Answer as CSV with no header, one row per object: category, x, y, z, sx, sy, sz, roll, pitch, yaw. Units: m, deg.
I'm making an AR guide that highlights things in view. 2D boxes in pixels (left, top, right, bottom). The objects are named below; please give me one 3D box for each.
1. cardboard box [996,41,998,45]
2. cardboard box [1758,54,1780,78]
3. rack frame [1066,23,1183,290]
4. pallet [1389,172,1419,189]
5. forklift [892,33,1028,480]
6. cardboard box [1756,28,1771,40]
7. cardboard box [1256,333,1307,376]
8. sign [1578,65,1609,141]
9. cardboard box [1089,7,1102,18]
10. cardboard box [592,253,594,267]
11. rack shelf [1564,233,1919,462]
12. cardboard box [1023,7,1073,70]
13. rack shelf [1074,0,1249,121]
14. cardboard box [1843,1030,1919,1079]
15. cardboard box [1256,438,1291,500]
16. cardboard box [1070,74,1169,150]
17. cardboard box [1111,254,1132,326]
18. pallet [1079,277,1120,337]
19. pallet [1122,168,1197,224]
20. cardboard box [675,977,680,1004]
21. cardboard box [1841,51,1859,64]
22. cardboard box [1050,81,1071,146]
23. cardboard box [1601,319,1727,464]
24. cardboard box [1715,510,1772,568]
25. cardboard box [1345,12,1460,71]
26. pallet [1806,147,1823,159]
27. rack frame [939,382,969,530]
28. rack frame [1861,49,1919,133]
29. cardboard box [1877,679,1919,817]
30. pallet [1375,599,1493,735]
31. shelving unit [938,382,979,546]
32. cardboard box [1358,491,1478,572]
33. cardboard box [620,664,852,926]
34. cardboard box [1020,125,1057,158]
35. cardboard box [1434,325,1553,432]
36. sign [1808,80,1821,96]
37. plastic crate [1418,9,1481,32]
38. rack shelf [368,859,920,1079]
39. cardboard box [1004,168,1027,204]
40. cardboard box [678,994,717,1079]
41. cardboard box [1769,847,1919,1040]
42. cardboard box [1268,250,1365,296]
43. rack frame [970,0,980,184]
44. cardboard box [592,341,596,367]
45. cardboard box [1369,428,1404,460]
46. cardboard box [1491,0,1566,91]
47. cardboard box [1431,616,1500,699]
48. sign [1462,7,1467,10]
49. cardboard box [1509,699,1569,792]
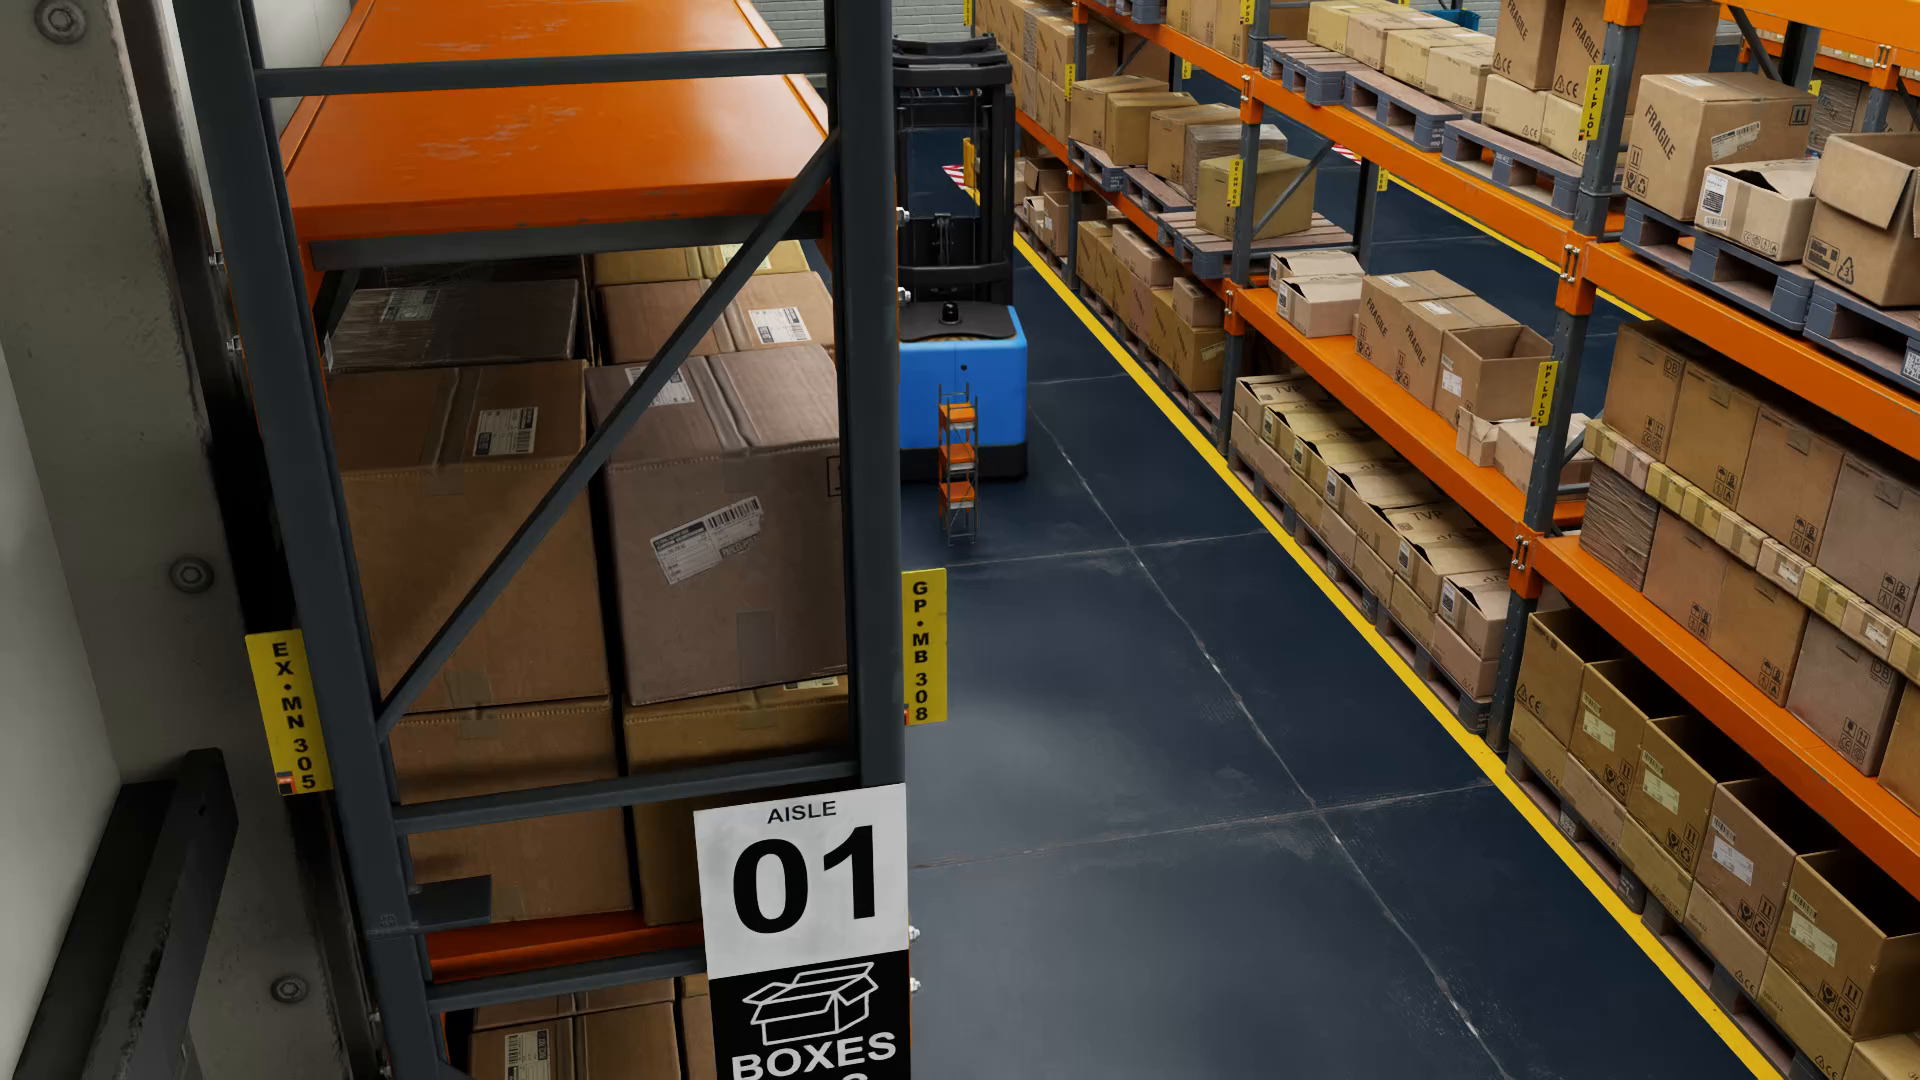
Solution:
cardboard box,0.582,-5.140,17.840,0.500,0.500,0.500,-6,27,-12
cardboard box,10.492,-5.513,20.583,0.875,0.875,0.875,-6,27,-12
rack frame,1.519,-3.787,15.270,1.000,3.000,0.127,-6,27,-12
pallet,5.592,-4.433,19.646,1.003,0.211,1.213,-6,27,-12
forklift,-0.170,-2.361,12.522,1.130,2.935,3.031,-2,27,-5
cardboard box,10.028,-6.246,20.420,0.380,0.149,0.250,-6,27,-11
cardboard box,2.596,-1.340,12.709,0.500,0.500,0.500,-5,27,-9
sign,2.795,-1.926,7.331,0.100,0.325,0.005,-6,27,-12
cardboard box,1.455,-4.965,16.385,0.500,0.500,0.500,-7,28,-13
cardboard box,-0.865,-0.949,5.076,0.500,0.500,0.500,-7,28,-13
rack shelf,3.773,-0.415,6.059,1.077,0.370,4.000,-6,27,-12
cardboard box,0.921,-4.919,16.293,0.500,0.500,0.500,-6,27,-11
rack shelf,1.970,-3.927,13.017,1.077,0.370,4.000,-6,27,-12
cardboard box,3.690,2.098,6.197,0.500,0.250,0.500,-6,27,-12
cardboard box,2.366,-0.510,11.364,0.500,0.250,0.500,-7,28,-13
cardboard box,1.408,-3.788,14.696,0.700,0.500,0.500,-16,31,-29
cardboard box,1.627,-2.177,14.367,0.500,0.500,0.500,-6,27,-11
pallet,1.739,-2.189,15.199,1.003,0.211,1.213,-6,27,-12
pallet,1.978,-2.798,13.525,1.003,0.211,1.213,-6,27,-12
cardboard box,-0.643,1.347,5.244,0.500,0.250,0.500,-6,27,-12
cardboard box,10.376,-5.571,19.083,0.380,0.149,0.250,-7,28,-13
cardboard box,1.156,-4.025,15.631,0.500,0.500,0.500,-6,27,-11
cardboard box,3.428,-0.704,7.612,0.700,0.500,0.500,-6,27,-11
cardboard box,3.425,-0.023,6.982,0.380,0.149,0.250,-7,28,-13
cardboard box,2.713,-3.069,10.219,0.500,0.250,0.500,-5,27,-10
pallet,10.798,-4.425,19.629,1.003,0.211,1.213,-6,27,-12
rack frame,-0.040,-0.546,11.013,0.200,1.050,0.008,-6,27,-12
rack frame,7.247,-2.532,12.784,1.000,3.000,0.127,-6,27,-12
cardboard box,3.901,0.782,6.108,0.700,0.500,0.500,-6,27,-11
pallet,3.118,0.651,9.573,1.003,0.211,1.213,-6,27,-12
shelving unit,-0.012,-0.492,10.906,0.215,1.050,0.252,-6,27,-12
cardboard box,2.718,-0.081,9.891,0.500,0.311,0.500,-6,27,-12
cardboard box,-0.434,0.421,3.471,0.500,0.500,0.500,-5,27,-10
cardboard box,0.980,-4.410,18.790,0.500,0.500,0.500,-6,27,-12
cardboard box,3.046,-0.890,9.419,0.500,0.500,0.500,-4,27,-8
sign,3.862,-1.937,7.615,0.100,0.325,0.005,-6,27,-12
plastic crate,5.702,-5.959,19.467,0.616,0.435,0.499,-6,27,-12
rack shelf,-1.053,0.090,5.059,1.077,0.370,4.000,-6,27,-12
cardboard box,0.689,-3.805,17.870,0.500,0.250,0.500,-6,27,-12
cardboard box,-0.417,1.469,4.169,0.500,0.500,0.500,-6,27,-12
cardboard box,3.573,1.544,6.462,0.500,0.500,0.500,-6,27,-12
cardboard box,2.460,-1.827,11.486,0.500,0.311,0.500,-4,27,-8
rack frame,0.617,-5.543,18.749,1.000,3.000,0.127,-6,27,-12
cardboard box,-1.298,-0.247,4.796,0.500,0.500,0.500,-4,27,-8
cardboard box,3.013,-0.587,10.893,0.500,0.311,0.500,-6,27,-12
cardboard box,3.070,-2.592,8.441,0.500,0.500,0.500,-3,27,-7
cardboard box,2.946,0.613,9.139,0.500,0.250,0.500,-6,27,-12
sign,5.977,-6.180,19.830,0.100,0.325,0.005,-6,27,-12
cardboard box,3.131,1.000,8.373,0.500,0.250,0.500,-6,27,-12
